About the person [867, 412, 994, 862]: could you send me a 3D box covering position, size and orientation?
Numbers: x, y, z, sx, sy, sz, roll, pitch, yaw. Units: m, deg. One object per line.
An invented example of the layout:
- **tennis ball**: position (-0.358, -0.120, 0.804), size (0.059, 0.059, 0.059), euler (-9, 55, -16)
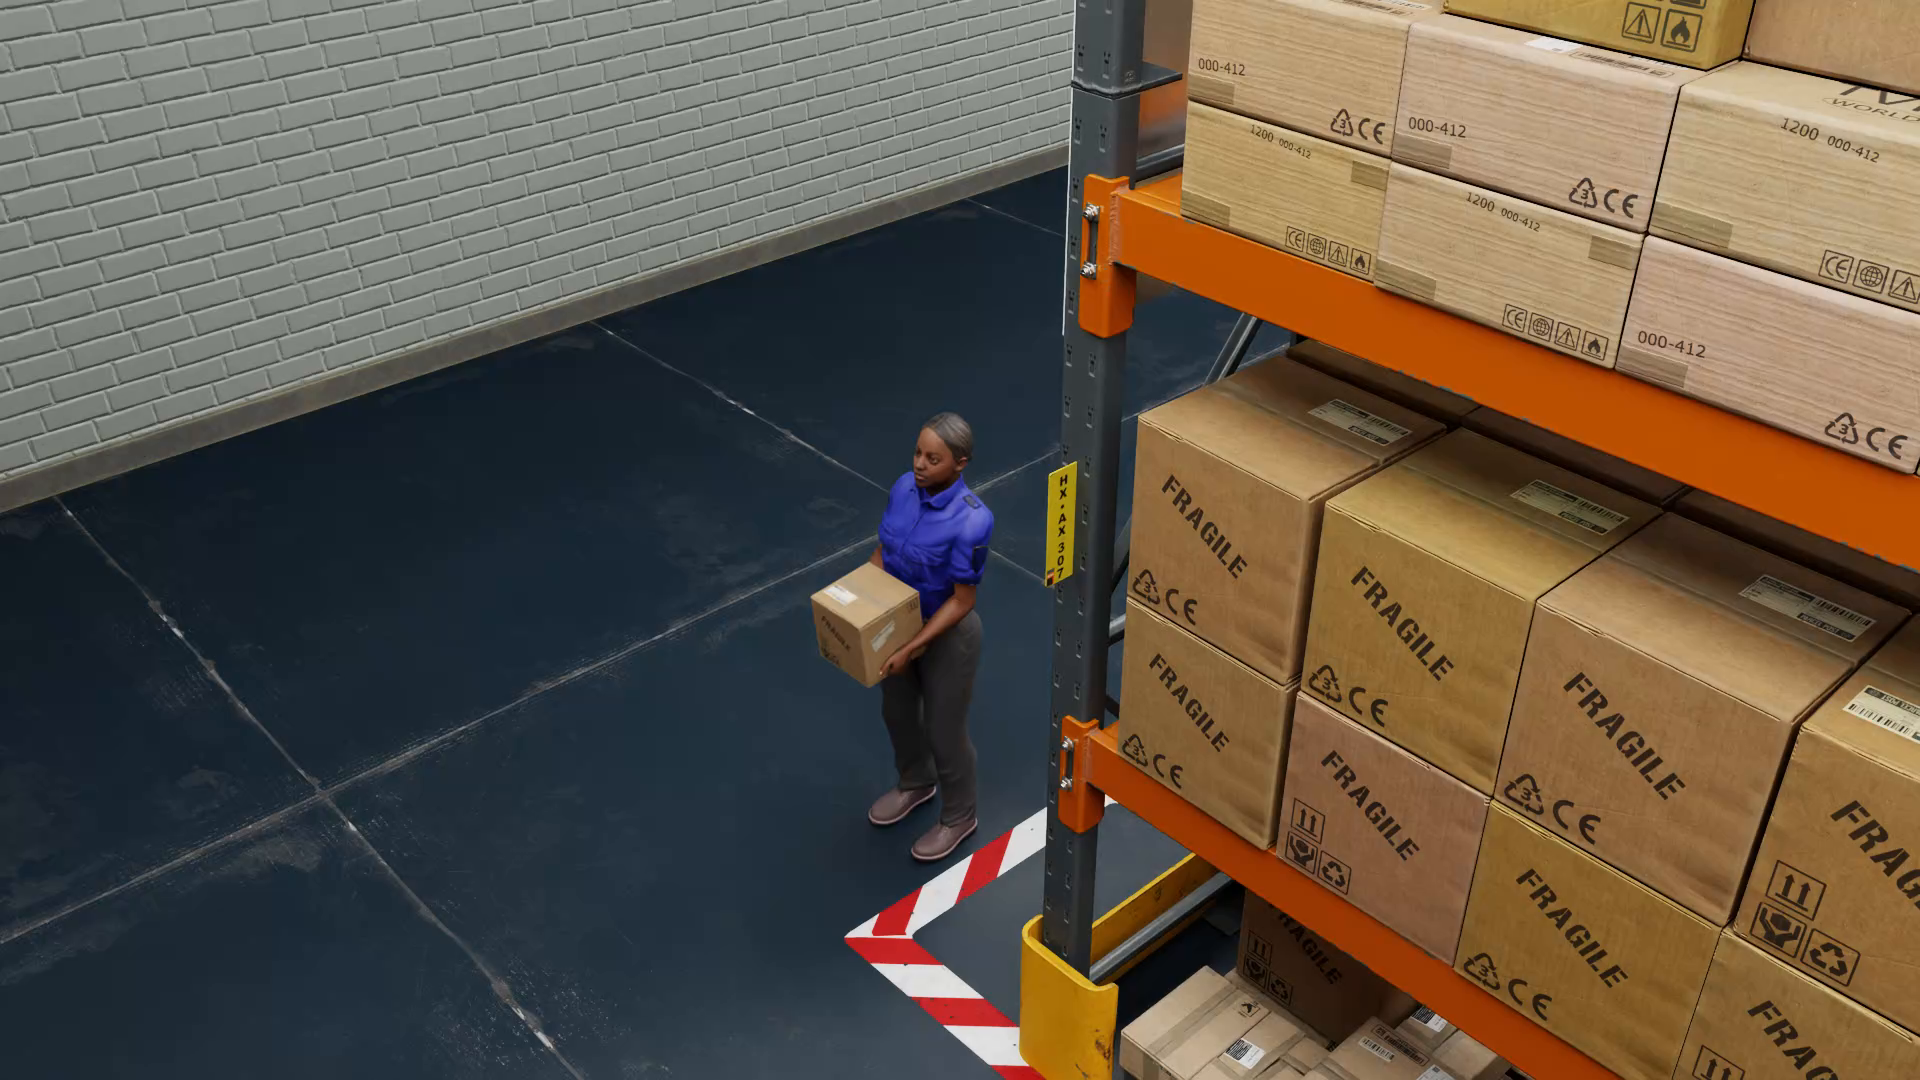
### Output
- **person**: position (-0.160, 0.353, 5.578), size (0.512, 1.649, 0.452), euler (-26, 40, -35)
